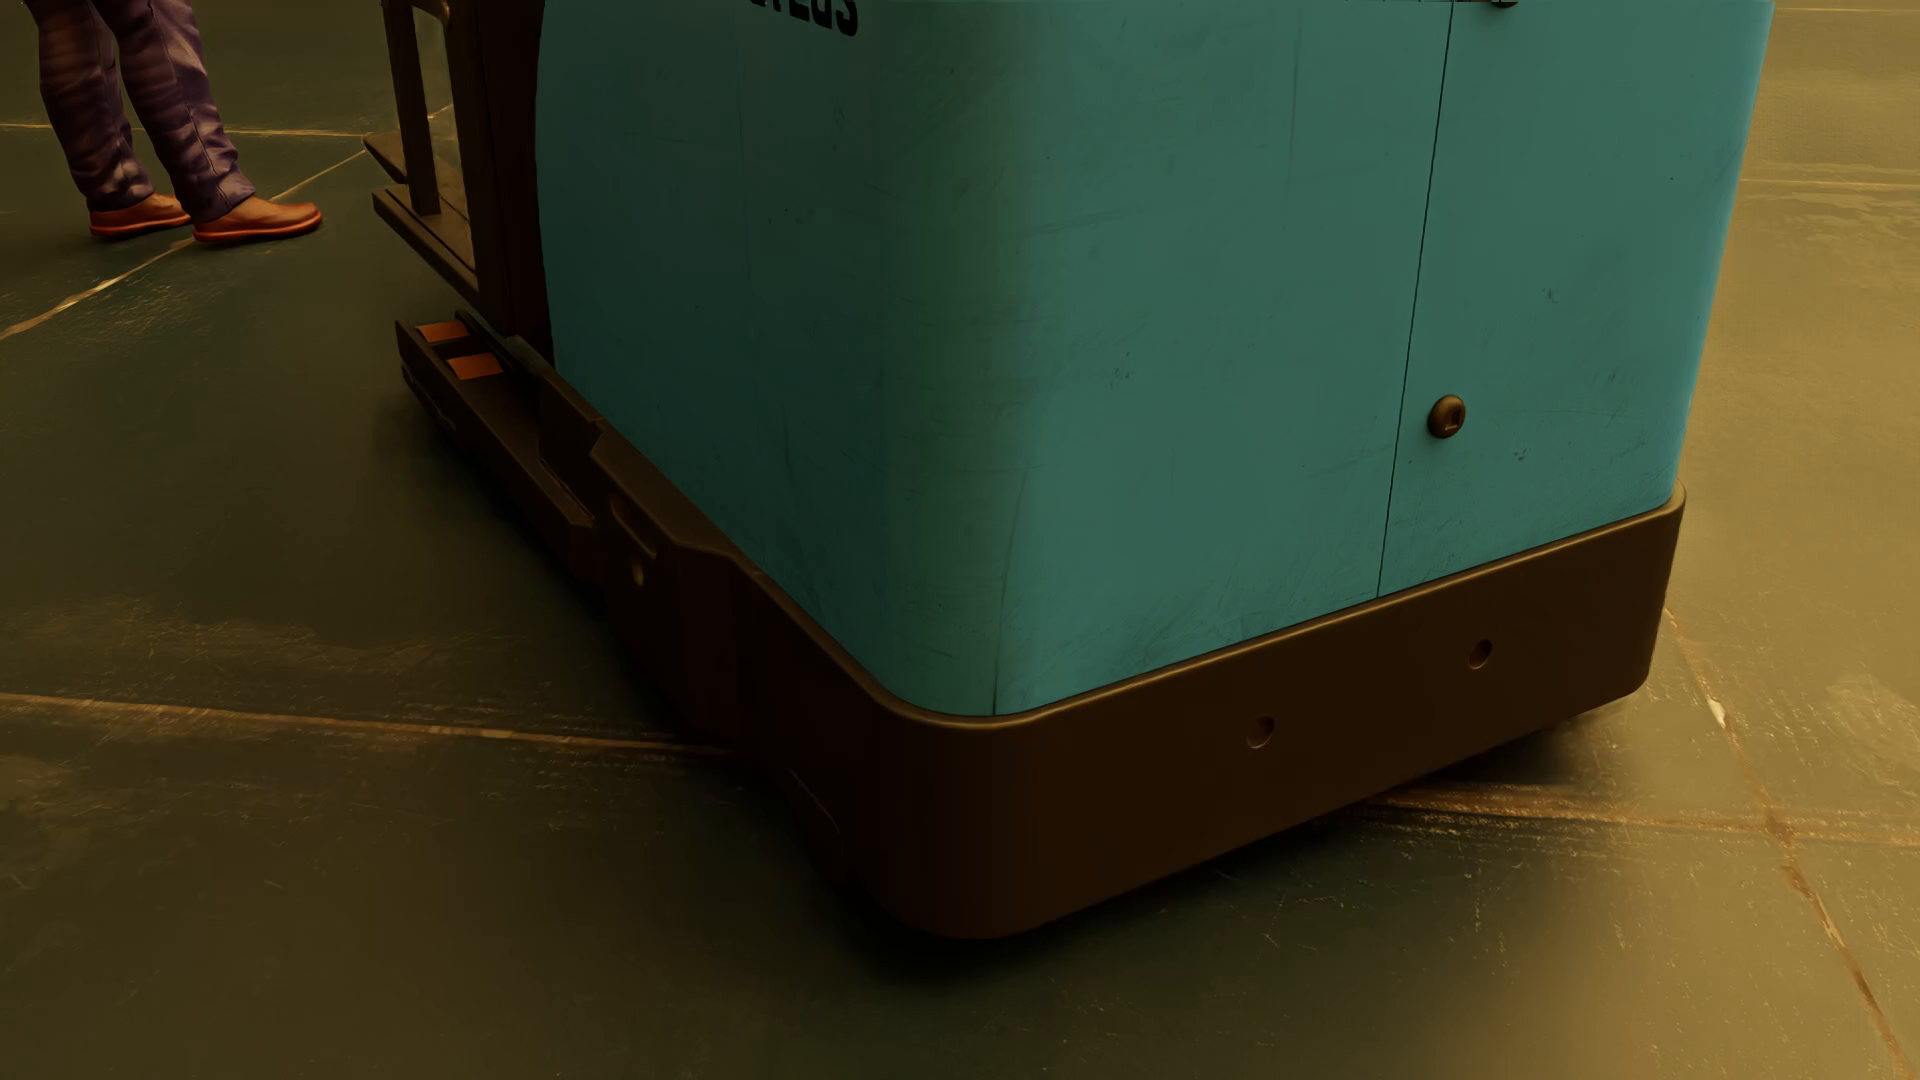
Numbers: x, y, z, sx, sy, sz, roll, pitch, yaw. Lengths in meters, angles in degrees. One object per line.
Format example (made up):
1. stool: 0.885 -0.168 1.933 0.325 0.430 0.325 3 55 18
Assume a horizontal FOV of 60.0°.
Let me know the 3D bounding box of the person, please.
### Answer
1. person: -1.897 -1.486 3.622 0.604 1.650 0.503 19 32 33

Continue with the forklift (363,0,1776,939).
1. forklift: -0.337 -1.551 2.327 1.130 2.935 3.031 -15 30 -27
